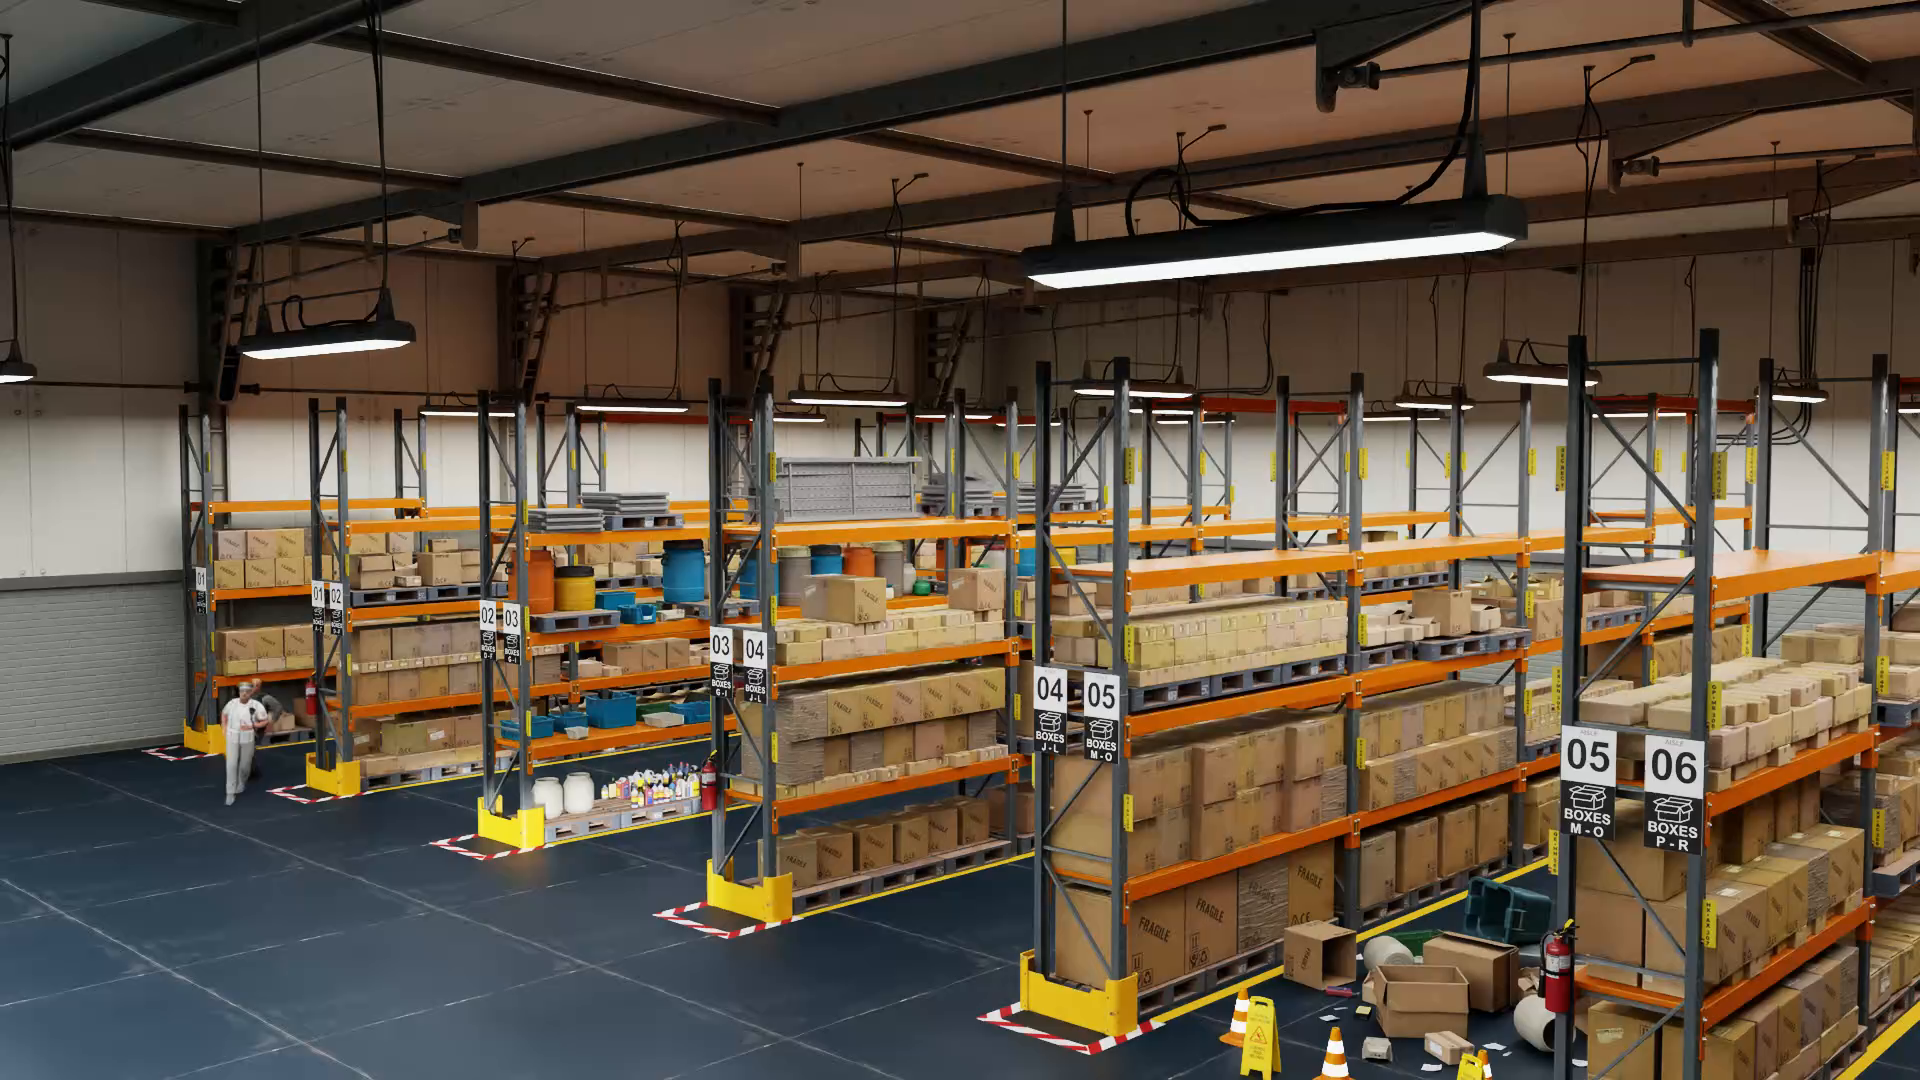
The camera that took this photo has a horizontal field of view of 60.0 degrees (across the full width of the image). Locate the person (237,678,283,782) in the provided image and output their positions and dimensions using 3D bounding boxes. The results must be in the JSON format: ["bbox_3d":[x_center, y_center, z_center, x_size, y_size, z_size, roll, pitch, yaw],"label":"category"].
[{"bbox_3d":[-11.073,2.985,26.058,0.797,1.664,0.690,1,3,24],"label":"person"}]

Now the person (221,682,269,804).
[{"bbox_3d":[-10.697,2.995,24.872,0.678,1.777,0.907,-1,3,-17],"label":"person"}]
